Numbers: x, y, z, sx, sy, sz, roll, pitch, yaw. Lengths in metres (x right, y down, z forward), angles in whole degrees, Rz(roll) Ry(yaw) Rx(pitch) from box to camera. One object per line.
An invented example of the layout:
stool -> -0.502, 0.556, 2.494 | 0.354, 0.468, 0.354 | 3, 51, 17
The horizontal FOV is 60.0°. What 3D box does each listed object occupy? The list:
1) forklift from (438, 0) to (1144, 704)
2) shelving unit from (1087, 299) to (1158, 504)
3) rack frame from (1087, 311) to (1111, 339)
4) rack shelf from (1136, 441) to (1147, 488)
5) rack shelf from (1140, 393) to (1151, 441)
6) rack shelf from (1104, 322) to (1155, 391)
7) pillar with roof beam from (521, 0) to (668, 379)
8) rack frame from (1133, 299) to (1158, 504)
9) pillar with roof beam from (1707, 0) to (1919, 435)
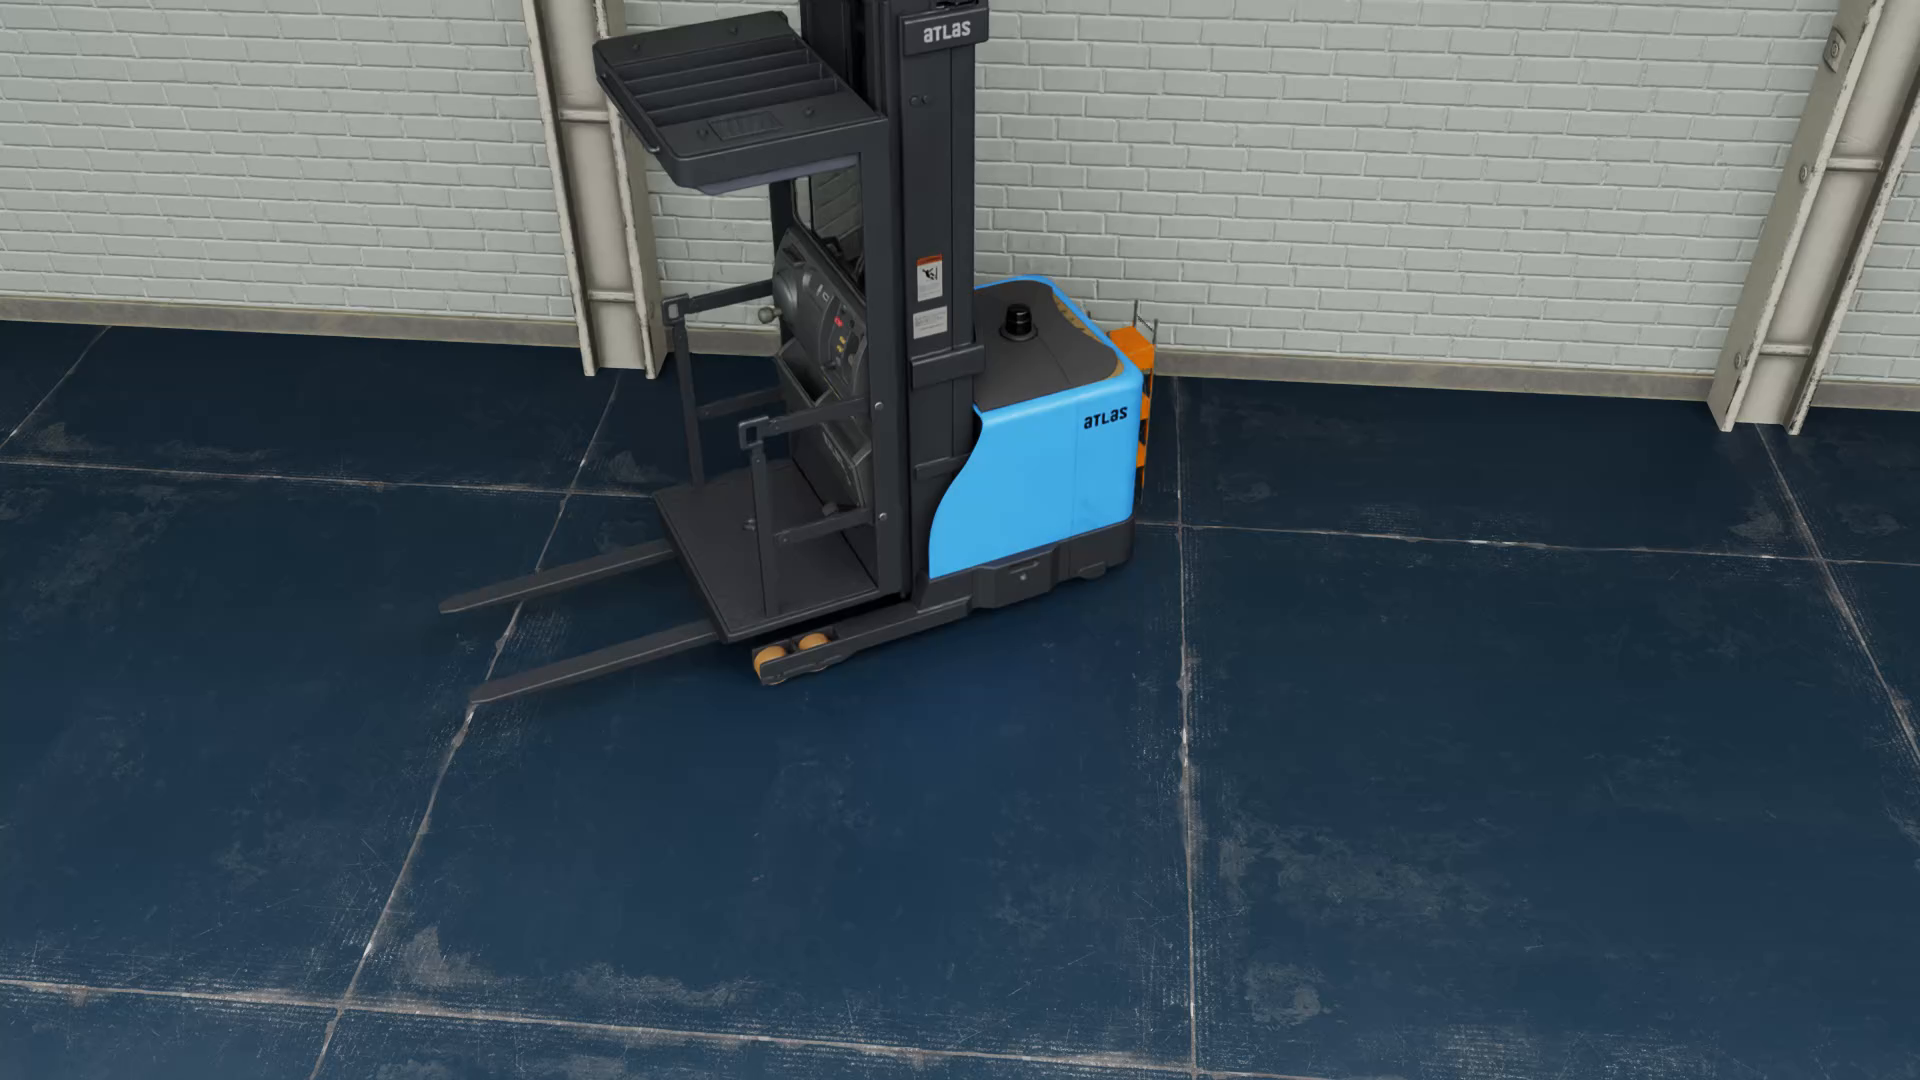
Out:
forklift -> -0.756, -0.896, 6.700 | 3.031, 2.935, 1.130 | -16, 42, -19
shelving unit -> 0.735, -0.606, 7.833 | 0.252, 1.050, 0.215 | -16, 42, -19
rack frame -> 0.624, -0.573, 7.793 | 0.008, 1.050, 0.200 | -16, 42, -19
rack shelf -> 0.735, -0.382, 8.015 | 0.240, 0.259, 0.215 | -16, 42, -19
rack shelf -> 0.735, -0.597, 7.840 | 0.240, 0.259, 0.215 | -16, 42, -19
rack shelf -> 0.735, -0.818, 7.660 | 0.240, 0.259, 0.215 | -16, 42, -19
pillar with roof beam -> -2.198, -1.761, 2.955 | 0.400, 9.000, 9.100 | 3, 39, 4
rack frame -> 0.845, -0.638, 7.873 | 0.008, 1.050, 0.200 | -16, 42, -19
pillar with roof beam -> 3.780, -1.434, 2.553 | 0.400, 9.000, 9.100 | 3, 39, 4
